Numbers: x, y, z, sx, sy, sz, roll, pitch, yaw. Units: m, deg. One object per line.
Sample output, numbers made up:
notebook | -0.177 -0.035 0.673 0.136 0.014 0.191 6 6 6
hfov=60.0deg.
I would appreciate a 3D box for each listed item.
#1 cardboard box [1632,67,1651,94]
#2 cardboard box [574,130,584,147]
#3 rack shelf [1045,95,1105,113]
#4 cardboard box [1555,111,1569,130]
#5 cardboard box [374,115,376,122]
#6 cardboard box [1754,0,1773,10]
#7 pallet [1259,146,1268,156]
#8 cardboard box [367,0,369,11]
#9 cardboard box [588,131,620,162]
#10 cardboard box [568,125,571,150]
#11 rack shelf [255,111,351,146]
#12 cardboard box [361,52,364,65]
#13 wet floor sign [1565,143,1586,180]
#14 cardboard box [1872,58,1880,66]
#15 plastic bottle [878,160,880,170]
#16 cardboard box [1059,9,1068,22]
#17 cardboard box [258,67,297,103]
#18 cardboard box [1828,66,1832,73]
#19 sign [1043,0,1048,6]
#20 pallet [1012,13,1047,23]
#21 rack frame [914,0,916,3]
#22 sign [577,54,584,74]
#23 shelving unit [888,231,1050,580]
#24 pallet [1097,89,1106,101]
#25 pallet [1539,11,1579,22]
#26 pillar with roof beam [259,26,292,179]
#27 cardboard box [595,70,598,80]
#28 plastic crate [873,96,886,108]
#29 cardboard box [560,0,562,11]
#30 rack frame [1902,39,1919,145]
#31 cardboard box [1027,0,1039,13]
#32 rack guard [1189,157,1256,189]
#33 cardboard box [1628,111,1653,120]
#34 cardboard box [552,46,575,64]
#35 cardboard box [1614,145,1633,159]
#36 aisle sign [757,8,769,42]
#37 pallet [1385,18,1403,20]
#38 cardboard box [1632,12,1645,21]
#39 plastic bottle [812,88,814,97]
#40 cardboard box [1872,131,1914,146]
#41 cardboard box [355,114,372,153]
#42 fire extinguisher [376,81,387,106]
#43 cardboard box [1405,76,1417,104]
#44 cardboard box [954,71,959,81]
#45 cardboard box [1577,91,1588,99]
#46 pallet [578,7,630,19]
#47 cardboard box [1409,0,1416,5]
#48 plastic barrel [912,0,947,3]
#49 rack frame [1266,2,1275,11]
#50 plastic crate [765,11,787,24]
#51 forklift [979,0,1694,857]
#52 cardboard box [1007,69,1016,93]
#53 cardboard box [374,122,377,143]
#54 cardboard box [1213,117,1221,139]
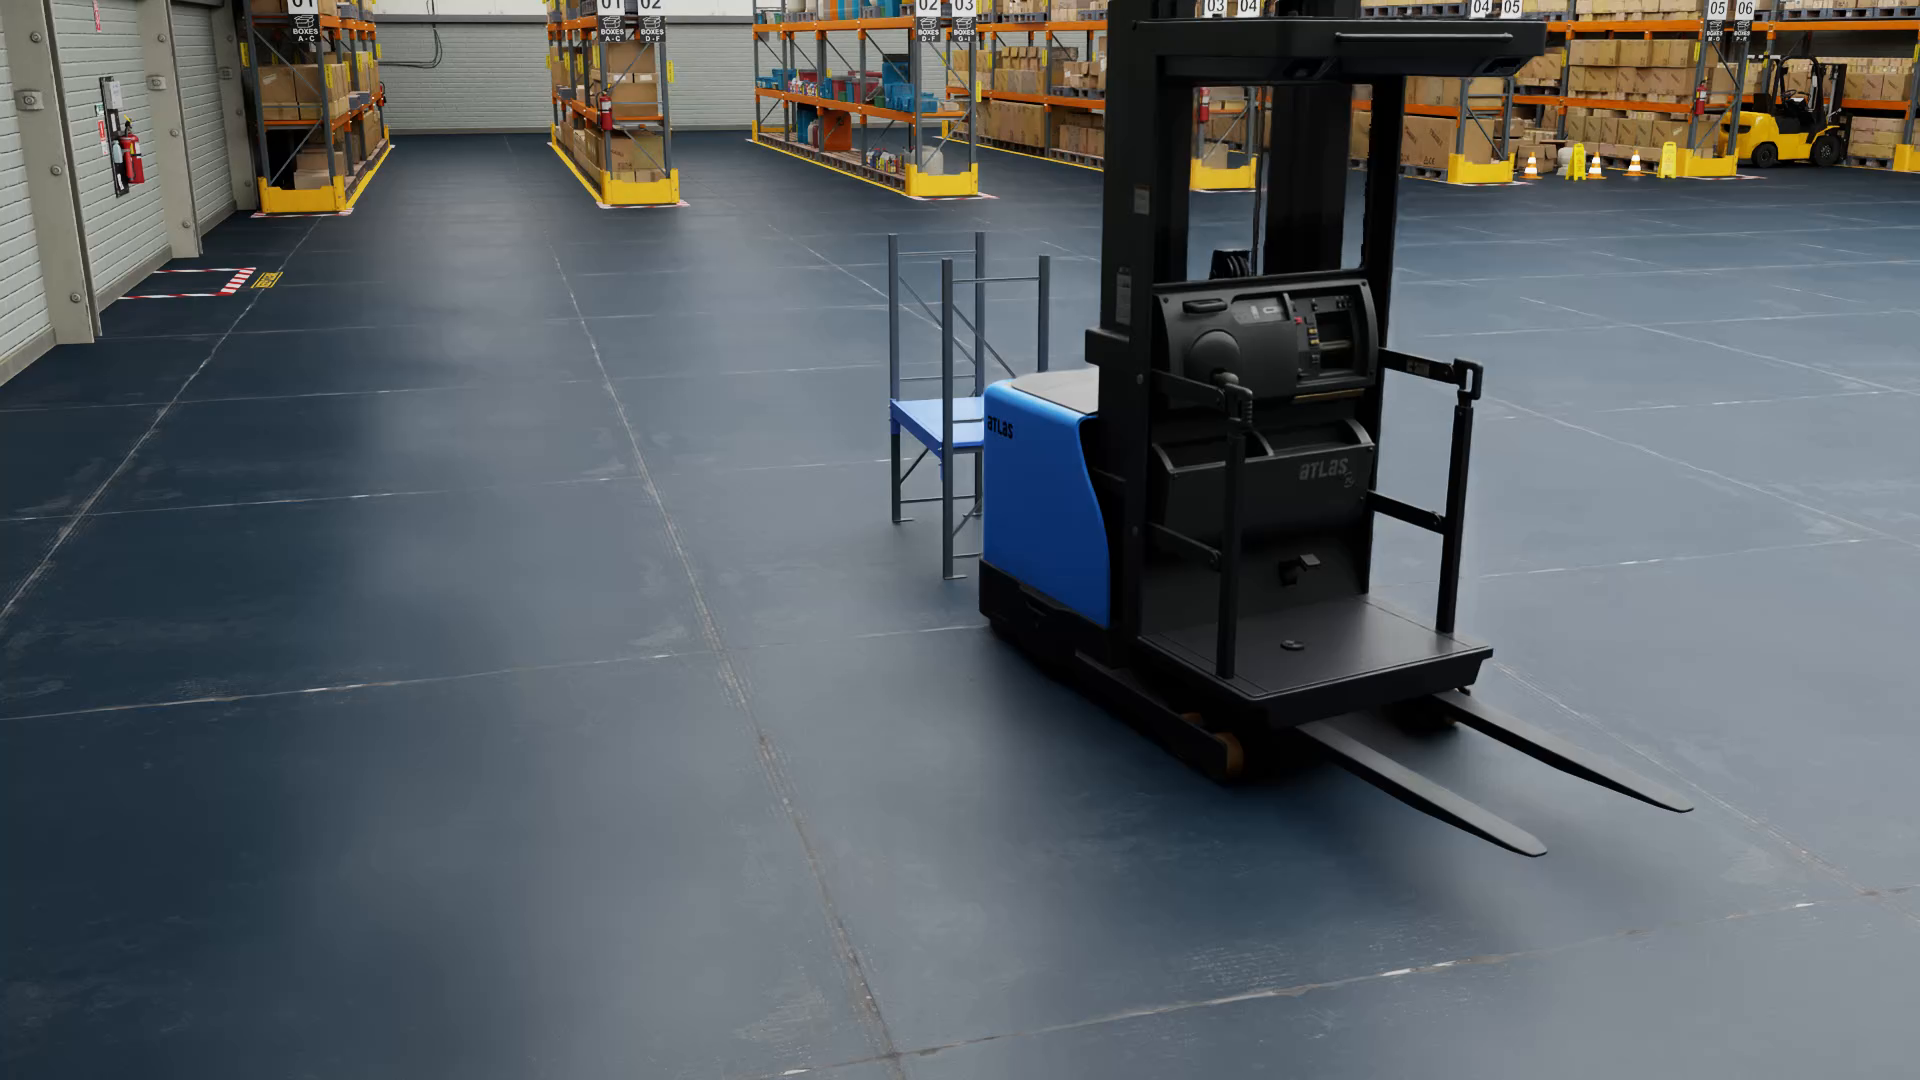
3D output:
cardboard box | 13.374 -8.885 32.125 0.500 0.500 0.500 -5 17 -16
cardboard box | -7.184 -7.776 32.199 0.500 0.311 0.500 -5 17 -17
rack shelf | 2.878 -8.820 33.851 1.077 0.370 4.000 -5 17 -15
cardboard box | 15.601 -10.707 42.497 0.500 0.500 0.500 -5 17 -16
cardboard box | -13.085 -9.288 36.646 0.380 0.149 0.250 -4 17 -13
cardboard box | 17.294 -11.612 35.933 0.500 0.311 0.500 -5 18 -17
pallet | 7.269 -8.522 36.457 1.003 0.211 1.213 -5 17 -15
cardboard box | -13.270 -11.758 36.526 0.500 0.250 0.500 -5 17 -17
cardboard box | -5.997 -6.643 28.099 0.500 0.500 0.500 -5 17 -15
cardboard box | -7.973 -8.477 35.039 0.500 0.500 0.500 -5 18 -17
rack shelf | -10.311 -6.539 26.256 1.077 0.370 4.000 -5 17 -15
cardboard box | -12.273 -9.675 33.419 0.500 0.250 0.500 -5 17 -16
wet floor sign | 11.235 -6.890 30.268 0.267 0.644 0.232 -8 18 -25
cardboard box | 18.333 -9.476 32.966 0.380 0.149 0.250 -5 17 -15
plastic bottle | -1.405 -6.702 29.648 0.097 0.201 0.097 0 17 0
cardboard box | 2.353 -10.790 34.207 0.500 0.250 0.500 -4 17 -14
cardboard box | -10.095 -6.740 24.600 0.500 0.500 0.500 -5 17 -16
cardboard box | 17.968 -9.609 33.924 0.380 0.149 0.250 -5 17 -16
sign | 1.792 -11.398 34.933 0.100 0.325 0.005 -5 17 -15
pallet | 1.790 -11.547 36.793 1.003 0.211 1.213 -4 17 -13
rack frame | -0.236 -9.986 26.056 1.000 3.000 0.127 -5 17 -15
sign | -6.618 -8.300 28.995 0.100 0.325 0.005 -5 17 -15
shelving unit | 0.023 -0.695 8.158 0.538 1.500 1.048 -5 17 -15
pallet | 3.357 -8.742 32.675 1.003 0.211 1.213 -5 17 -15
pallet | 12.888 -10.921 34.706 1.213 0.211 1.003 -5 17 -15
pillar with roof beam | -8.295 -11.328 30.523 9.100 9.000 0.400 -5 17 -15
cardboard box | -5.929 -7.816 27.955 0.380 0.149 0.250 -5 18 -17
plastic crate | -1.233 -7.720 29.308 0.450 0.188 0.662 -5 17 -15
cardboard box | -8.230 -11.630 35.665 0.600 0.600 0.600 -6 18 -20
rack frame | 18.826 -8.682 32.140 1.000 3.000 0.127 -5 17 -15
cardboard box | 1.769 -11.798 36.397 0.500 0.500 0.500 -4 17 -12
rack guard | 4.506 -6.329 28.652 1.175 0.500 0.348 -5 17 -15
cardboard box | 13.282 -8.282 32.429 0.380 0.149 0.250 -4 17 -13
cardboard box | -9.104 -11.108 38.307 0.500 0.500 0.500 -5 17 -16
cardboard box | 13.290 -7.663 32.799 0.500 0.250 0.500 -5 18 -17
aisle sign | -4.938 -12.780 41.266 0.394 0.787 0.004 -5 17 -15
pallet | 11.056 -12.703 40.646 0.805 0.209 1.217 -5 18 -17
cardboard box | 13.223 -10.103 32.093 0.380 0.149 0.250 -5 17 -16
plastic bottle | -3.060 -9.433 34.987 0.097 0.201 0.097 0 17 0
cardboard box | 18.392 -7.915 32.770 0.500 0.250 0.500 -5 17 -16
cardboard box | -12.270 -8.171 33.447 0.750 0.750 0.750 -5 17 -16
fire extinguisher | -13.756 -10.618 39.370 0.296 0.674 0.183 -5 17 -15
cardboard box | 8.787 -8.499 31.270 0.875 0.550 0.500 -5 17 -15
cardboard box | 0.151 -11.704 41.945 0.500 0.250 0.500 -5 17 -16
cardboard box | 12.853 -9.096 33.957 0.380 0.149 0.250 -4 17 -14
pallet | -6.354 -9.417 29.707 0.805 0.209 1.217 -5 18 -17
cardboard box | 8.487 -9.921 30.586 0.380 0.149 0.250 -4 17 -15
plastic barrel | -0.491 -9.081 26.779 0.600 0.830 0.708 -5 17 -15
rack frame | 7.125 -12.955 35.938 1.000 3.000 0.127 -5 17 -15
plastic crate | -4.321 -12.281 39.116 0.437 0.282 0.530 -5 17 -15
forklift | 1.213 -0.727 5.777 1.130 2.935 3.031 -9 19 -26
cardboard box | 1.391 -10.448 37.845 0.500 0.500 0.500 -5 17 -17
cardboard box | -13.166 -8.868 36.376 0.700 0.500 0.500 -4 17 -15
cardboard box | 6.277 -9.677 39.068 0.500 0.500 0.500 -4 17 -14
